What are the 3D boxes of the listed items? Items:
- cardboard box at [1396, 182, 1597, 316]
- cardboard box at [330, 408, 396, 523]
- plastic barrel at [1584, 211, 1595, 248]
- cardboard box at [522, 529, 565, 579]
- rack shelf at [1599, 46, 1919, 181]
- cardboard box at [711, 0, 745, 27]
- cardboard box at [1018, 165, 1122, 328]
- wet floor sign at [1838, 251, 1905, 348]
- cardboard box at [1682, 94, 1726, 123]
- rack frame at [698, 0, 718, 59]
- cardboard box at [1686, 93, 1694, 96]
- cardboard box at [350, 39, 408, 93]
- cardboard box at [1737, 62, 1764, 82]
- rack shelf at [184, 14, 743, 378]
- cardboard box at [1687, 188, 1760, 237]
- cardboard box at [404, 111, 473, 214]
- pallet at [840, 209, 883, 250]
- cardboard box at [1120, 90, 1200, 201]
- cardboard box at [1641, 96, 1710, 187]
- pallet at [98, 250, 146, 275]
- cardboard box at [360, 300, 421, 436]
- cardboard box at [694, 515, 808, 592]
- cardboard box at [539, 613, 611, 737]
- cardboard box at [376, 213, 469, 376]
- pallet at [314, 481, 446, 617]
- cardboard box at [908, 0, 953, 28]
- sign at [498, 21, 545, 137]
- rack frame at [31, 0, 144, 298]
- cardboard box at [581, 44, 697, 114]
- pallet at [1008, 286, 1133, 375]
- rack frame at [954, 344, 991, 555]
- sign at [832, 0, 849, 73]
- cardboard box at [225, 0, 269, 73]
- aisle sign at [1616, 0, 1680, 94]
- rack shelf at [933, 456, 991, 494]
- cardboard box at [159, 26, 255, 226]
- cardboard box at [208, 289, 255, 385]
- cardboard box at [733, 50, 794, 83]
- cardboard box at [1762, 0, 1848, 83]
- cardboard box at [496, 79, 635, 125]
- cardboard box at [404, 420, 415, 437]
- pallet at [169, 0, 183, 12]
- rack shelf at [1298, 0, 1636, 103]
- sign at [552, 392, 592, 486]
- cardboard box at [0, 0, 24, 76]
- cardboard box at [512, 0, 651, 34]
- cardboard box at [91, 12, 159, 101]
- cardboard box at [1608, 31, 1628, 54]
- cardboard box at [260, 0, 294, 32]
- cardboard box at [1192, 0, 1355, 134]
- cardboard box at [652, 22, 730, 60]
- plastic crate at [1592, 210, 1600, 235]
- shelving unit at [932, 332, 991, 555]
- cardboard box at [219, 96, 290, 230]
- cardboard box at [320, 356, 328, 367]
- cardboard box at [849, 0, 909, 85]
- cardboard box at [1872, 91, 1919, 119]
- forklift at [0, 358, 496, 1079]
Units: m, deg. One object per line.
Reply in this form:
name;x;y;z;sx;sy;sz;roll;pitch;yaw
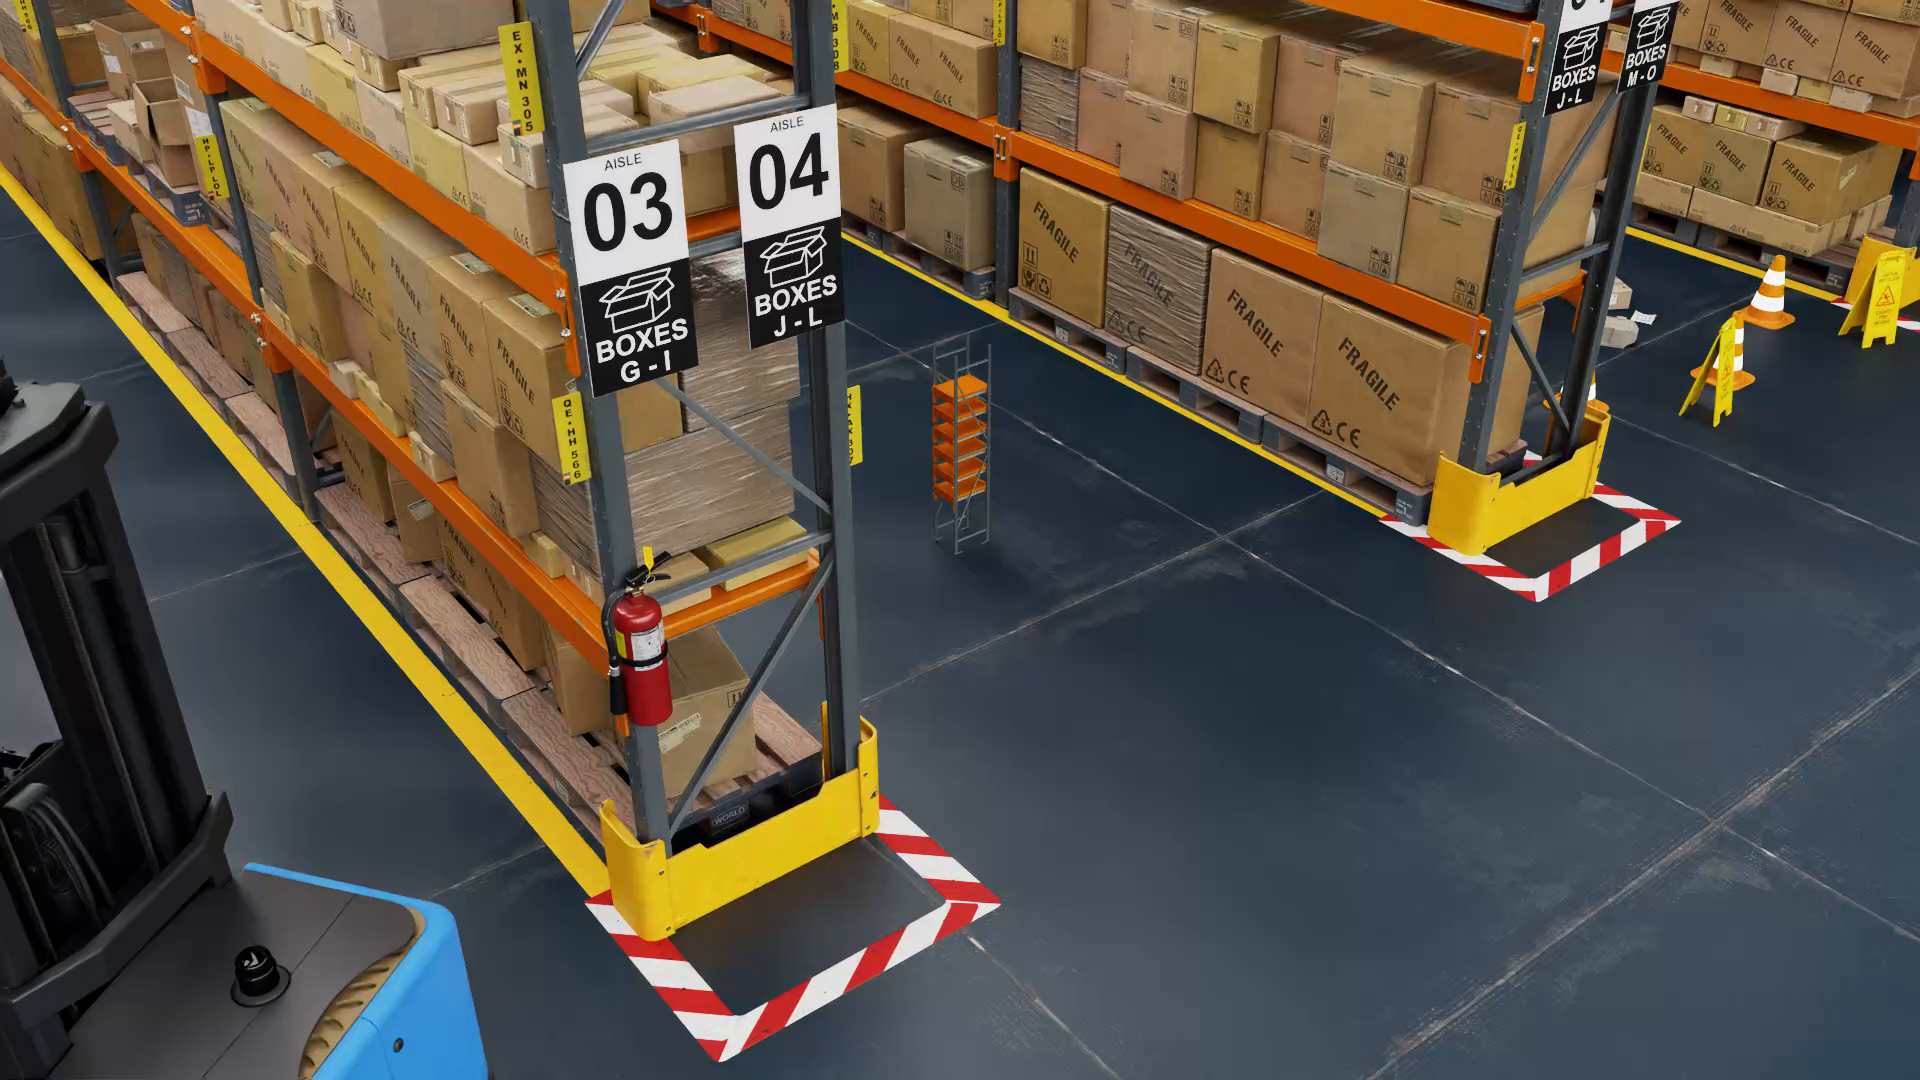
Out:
cardboard box;2.873;-1.647;8.917;0.875;0.550;0.550;-22;38;-31
cardboard box;-3.083;-0.485;9.159;0.500;0.500;0.500;-24;39;-33
plastic barrel;4.522;-2.364;12.655;0.512;0.421;0.421;1;32;2
cardboard box;-1.528;-0.018;6.674;0.380;0.149;0.250;-22;38;-31
rack shelf;5.758;-3.615;12.909;1.077;0.370;4.000;-22;38;-31
cardboard box;-1.708;-4.546;13.631;0.500;0.500;0.500;-22;38;-31
cardboard box;1.014;-2.102;11.406;0.875;0.875;0.875;-22;38;-31
wet floor sign;6.256;-1.662;11.314;0.267;0.644;0.232;-10;33;-15
cardboard box;5.697;-3.289;12.584;0.380;0.149;0.250;-21;37;-29
rack frame;-1.770;-4.778;14.099;1.000;3.000;0.127;-22;38;-31
cardboard box;6.068;-3.280;13.185;0.500;0.500;0.500;-21;38;-31
cardboard box;-2.053;-1.820;6.259;0.380;0.149;0.250;-24;39;-34
cardboard box;5.975;-3.500;12.281;0.380;0.149;0.250;-22;38;-31
rack shelf;-2.070;-1.683;6.956;1.077;0.370;4.000;-22;38;-31
cardboard box;5.965;-2.566;12.746;0.500;0.250;0.500;-22;38;-31
cardboard box;-1.649;-1.417;5.988;0.500;0.250;0.500;-22;38;-31
pallet;-0.602;-2.732;13.449;1.003;0.211;1.213;-22;38;-31
cardboard box;1.512;-2.539;10.353;0.875;0.550;0.550;-22;38;-31
cardboard box;5.660;-3.095;12.887;0.500;0.500;0.500;-23;39;-32
pallet;-6.173;-2.383;12.887;1.003;0.211;1.213;-22;38;-31
cardboard box;-2.131;-0.892;7.466;0.875;0.500;0.500;-22;38;-31
cardboard box;-0.830;0.030;6.597;0.380;0.149;0.250;-22;38;-31
cardboard box;-1.607;0.499;7.575;0.500;0.500;0.500;-12;34;-19
cardboard box;-1.992;-1.039;6.756;0.500;0.500;0.500;-22;38;-31
pallet;-2.857;-0.095;9.203;1.003;0.211;1.213;-22;38;-31
cardboard box;0.057;-3.996;11.799;0.700;0.500;0.500;-23;39;-32
sign;-1.294;-1.360;4.914;0.100;0.325;0.005;-22;38;-31
rack frame;-5.749;-3.215;11.583;1.000;3.000;0.127;-22;38;-31
cardboard box;-1.165;-1.655;5.993;0.380;0.149;0.250;-23;39;-32
pallet;1.088;-1.584;11.600;1.003;0.211;1.213;-22;38;-31
rack frame;0.065;-0.466;8.862;0.240;1.200;0.006;-22;38;-31
sign;-0.415;-1.702;5.476;0.100;0.325;0.005;-22;38;-31
cardboard box;-2.895;-2.269;7.360;0.500;0.250;0.500;-23;38;-32
aisle sign;3.417;-2.615;8.154;0.394;0.787;0.004;-22;38;-31
rack shelf;0.009;-0.364;9.010;0.258;0.103;0.180;-22;38;-31
cardboard box;-3.673;-2.358;9.236;1.000;1.000;1.000;-22;38;-31
cardboard box;-4.277;-1.374;10.571;0.700;0.500;0.500;-26;40;-35
cardboard box;-1.467;-3.717;14.127;1.050;0.750;0.750;-23;38;-32
cardboard box;6.130;-3.603;11.832;0.500;0.500;0.500;-22;38;-31
cardboard box;-1.328;-1.422;5.618;0.380;0.149;0.250;-24;39;-33
cardboard box;-2.283;-0.544;7.521;0.380;0.149;0.250;-22;38;-31
pallet;-3.591;-3.034;8.627;1.213;0.211;1.003;-22;38;-31
rack shelf;1.910;-3.246;9.472;1.077;0.370;4.000;-22;38;-31
sign;-1.294;-0.336;5.551;0.100;0.325;0.005;-22;38;-31
cardboard box;-6.870;-3.808;12.443;0.500;0.500;0.500;-24;39;-33
cardboard box;-1.541;-2.242;6.324;0.500;0.500;0.500;-22;38;-32
cardboard box;-5.387;-3.224;11.105;0.500;0.500;0.500;-28;41;-37
cardboard box;5.248;-3.876;12.886;0.380;0.149;0.250;-22;38;-31
cardboard box;-2.695;-2.256;6.961;0.380;0.149;0.250;-23;39;-32
cardboard box;1.865;-2.789;9.731;0.875;0.550;0.500;-22;38;-31
cardboard box;-2.396;-4.413;14.773;0.500;0.250;0.500;-23;39;-32
plastic crate;4.846;-2.594;13.351;0.583;0.080;0.402;18;36;27
shelving unit;0.009;-0.504;8.924;0.258;1.200;0.189;-22;38;-31
cardboard box;-3.221;-1.872;8.096;0.500;0.500;0.500;-22;38;-31
cardboard box;-2.923;-0.950;8.174;0.380;0.149;0.250;-22;38;-31
cardboard box;-0.468;-3.705;12.278;0.500;0.500;0.500;-22;38;-31
cardboard box;6.586;-3.067;11.583;0.380;0.149;0.250;-21;37;-30
forklift;-3.173;0.871;5.070;3.031;2.935;1.130;9;33;14
